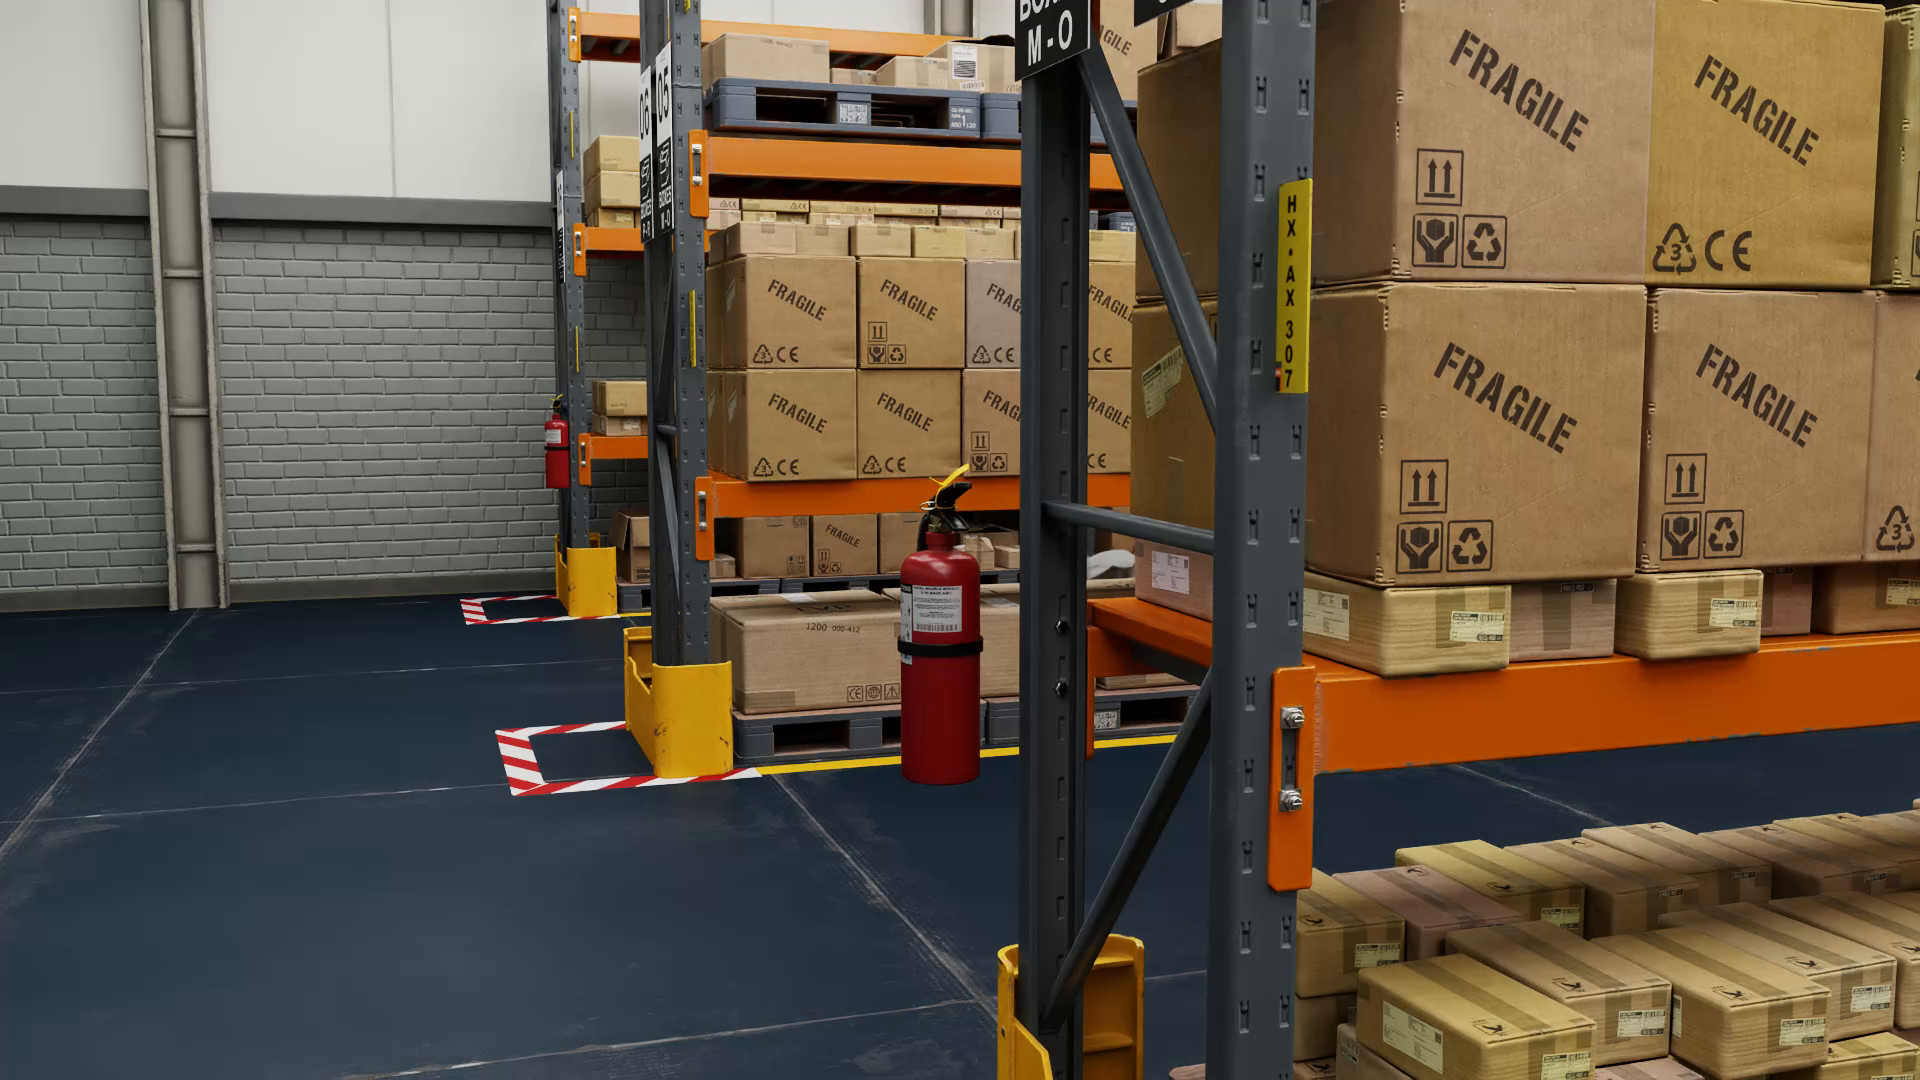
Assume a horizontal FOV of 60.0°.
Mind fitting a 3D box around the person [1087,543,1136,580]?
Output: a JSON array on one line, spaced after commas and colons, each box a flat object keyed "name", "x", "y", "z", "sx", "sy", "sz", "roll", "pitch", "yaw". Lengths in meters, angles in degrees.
[{"name": "person", "x": 0.900, "y": 0.399, "z": 10.268, "sx": 0.814, "sy": 0.761, "sz": 0.436, "roll": -2, "pitch": 6, "yaw": -18}]
